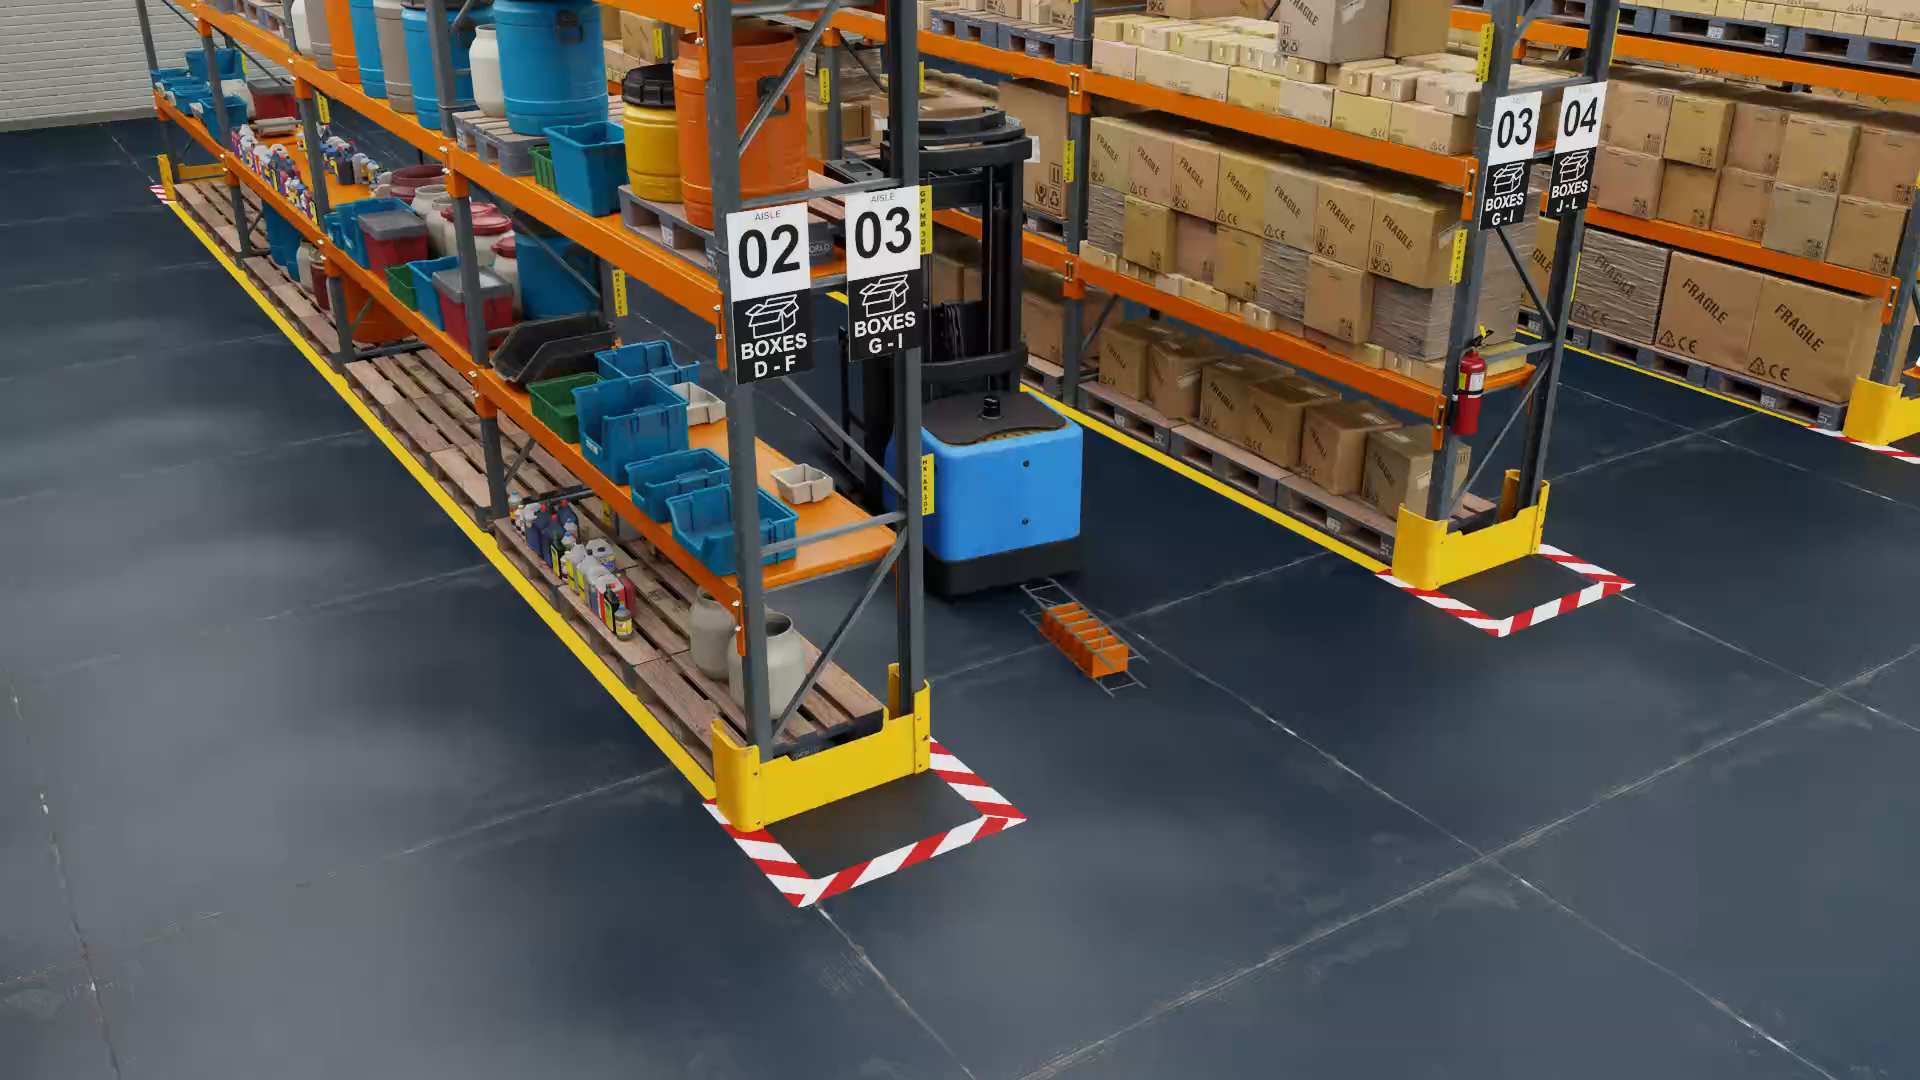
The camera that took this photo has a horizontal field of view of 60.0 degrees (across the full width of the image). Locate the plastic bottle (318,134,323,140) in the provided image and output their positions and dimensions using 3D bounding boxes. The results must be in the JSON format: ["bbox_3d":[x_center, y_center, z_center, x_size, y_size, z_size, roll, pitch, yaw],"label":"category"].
[{"bbox_3d":[-6.435,-3.944,16.610,0.144,0.351,0.185,-16,29,-30],"label":"plastic bottle"}]

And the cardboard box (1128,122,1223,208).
[{"bbox_3d":[1.633,-2.844,12.587,0.500,0.500,0.500,-16,29,-30],"label":"cardboard box"}]

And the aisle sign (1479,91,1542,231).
[{"bbox_3d":[3.292,-2.264,9.949,0.394,0.787,0.004,-16,29,-30],"label":"aisle sign"}]

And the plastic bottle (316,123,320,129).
[{"bbox_3d":[-6.705,-4.196,17.233,0.152,0.276,0.135,-16,29,-30],"label":"plastic bottle"}]

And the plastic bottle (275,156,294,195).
[{"bbox_3d":[-6.262,-3.386,15.429,0.144,0.351,0.185,-16,29,-30],"label":"plastic bottle"}]

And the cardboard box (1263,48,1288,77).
[{"bbox_3d":[2.282,-3.252,11.282,0.380,0.149,0.250,-17,30,-32],"label":"cardboard box"}]

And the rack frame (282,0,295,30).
[{"bbox_3d":[-5.008,-5.600,13.035,1.000,3.000,0.127,-16,29,-30],"label":"rack frame"}]

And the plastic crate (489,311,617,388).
[{"bbox_3d":[-2.645,-1.212,10.838,0.767,0.338,0.504,-16,29,-30],"label":"plastic crate"}]

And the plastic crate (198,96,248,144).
[{"bbox_3d":[-7.732,-4.426,17.522,0.392,0.384,0.575,-16,29,-30],"label":"plastic crate"}]

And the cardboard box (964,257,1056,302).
[{"bbox_3d":[0.458,-2.279,15.440,0.700,0.500,0.500,-18,31,-34],"label":"cardboard box"}]

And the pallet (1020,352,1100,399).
[{"bbox_3d":[0.900,-1.628,14.914,1.003,0.211,1.213,-16,29,-30],"label":"pallet"}]

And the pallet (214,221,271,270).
[{"bbox_3d":[-7.625,-3.311,18.479,1.003,0.211,1.213,-16,29,-30],"label":"pallet"}]

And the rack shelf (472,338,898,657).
[{"bbox_3d":[-1.732,-0.416,9.923,1.077,0.370,4.000,-16,29,-30],"label":"rack shelf"}]

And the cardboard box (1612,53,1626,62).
[{"bbox_3d":[8.083,-6.133,20.232,0.500,0.500,0.500,-15,29,-29],"label":"cardboard box"}]

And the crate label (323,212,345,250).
[{"bbox_3d":[-5.092,-2.574,13.847,0.303,0.233,0.416,-16,29,-30],"label":"crate label"}]

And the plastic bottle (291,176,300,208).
[{"bbox_3d":[-5.972,-3.142,15.005,0.097,0.271,0.097,0,25,0],"label":"plastic bottle"}]

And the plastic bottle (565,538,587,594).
[{"bbox_3d":[-2.396,0.147,10.475,0.144,0.351,0.185,-16,30,-30],"label":"plastic bottle"}]

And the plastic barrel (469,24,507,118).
[{"bbox_3d":[-2.753,-2.854,10.107,0.421,0.512,0.421,0,25,0],"label":"plastic barrel"}]

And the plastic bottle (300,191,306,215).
[{"bbox_3d":[-5.813,-3.006,14.799,0.097,0.201,0.097,0,25,0],"label":"plastic bottle"}]

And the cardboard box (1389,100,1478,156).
[{"bbox_3d":[3.033,-2.582,10.330,0.500,0.250,0.500,-15,29,-28],"label":"cardboard box"}]

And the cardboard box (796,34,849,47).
[{"bbox_3d":[-1.597,-5.040,17.582,0.797,0.503,0.637,-15,29,-28],"label":"cardboard box"}]

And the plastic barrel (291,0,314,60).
[{"bbox_3d":[-5.095,-4.112,13.264,0.421,0.512,0.421,0,25,0],"label":"plastic barrel"}]

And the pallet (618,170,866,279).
[{"bbox_3d":[-1.010,-1.616,8.329,1.003,0.211,1.213,-16,29,-30],"label":"pallet"}]

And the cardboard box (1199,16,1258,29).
[{"bbox_3d":[2.024,-3.845,12.538,0.380,0.149,0.250,-17,30,-32],"label":"cardboard box"}]

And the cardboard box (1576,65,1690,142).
[{"bbox_3d":[6.107,-3.977,15.183,0.875,0.550,0.550,-16,29,-30],"label":"cardboard box"}]

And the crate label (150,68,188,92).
[{"bbox_3d":[-9.516,-5.535,20.050,0.416,0.233,0.303,-16,29,-30],"label":"crate label"}]

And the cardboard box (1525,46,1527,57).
[{"bbox_3d":[7.389,-6.517,22.179,0.500,0.250,0.500,-16,30,-30],"label":"cardboard box"}]

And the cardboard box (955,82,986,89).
[{"bbox_3d":[0.157,-6.585,24.299,0.380,0.149,0.250,-17,30,-31],"label":"cardboard box"}]

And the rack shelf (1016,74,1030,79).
[{"bbox_3d":[2.261,-5.551,20.801,1.077,0.370,4.000,-16,29,-30],"label":"rack shelf"}]

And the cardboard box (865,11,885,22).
[{"bbox_3d":[-0.535,-4.919,15.281,0.500,0.250,0.500,-15,29,-28],"label":"cardboard box"}]

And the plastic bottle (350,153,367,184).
[{"bbox_3d":[-5.730,-3.557,15.880,0.152,0.276,0.135,-16,29,-30],"label":"plastic bottle"}]

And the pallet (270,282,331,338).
[{"bbox_3d":[-6.135,-2.335,16.411,1.003,0.211,1.213,-16,29,-30],"label":"pallet"}]

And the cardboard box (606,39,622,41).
[{"bbox_3d":[-4.629,-6.370,21.520,0.500,0.250,0.500,-17,30,-31],"label":"cardboard box"}]

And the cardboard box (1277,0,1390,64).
[{"bbox_3d":[2.451,-3.438,10.916,0.500,0.500,0.500,-16,29,-30],"label":"cardboard box"}]

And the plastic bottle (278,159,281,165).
[{"bbox_3d":[-6.333,-3.417,15.573,0.061,0.283,0.133,-16,29,-30],"label":"plastic bottle"}]

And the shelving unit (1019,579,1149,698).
[{"bbox_3d":[0.745,0.588,10.241,0.258,0.189,1.200,-11,28,-23],"label":"shelving unit"}]

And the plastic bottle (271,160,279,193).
[{"bbox_3d":[-6.384,-3.403,15.543,0.061,0.283,0.133,-16,29,-30],"label":"plastic bottle"}]

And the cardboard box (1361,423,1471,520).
[{"bbox_3d":[3.183,-0.467,11.624,0.500,0.500,0.500,-10,27,-20],"label":"cardboard box"}]

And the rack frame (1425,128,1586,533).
[{"bbox_3d":[3.509,-1.180,10.699,1.000,3.000,0.127,-16,29,-30],"label":"rack frame"}]

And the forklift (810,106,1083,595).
[{"bbox_3d":[-0.261,-1.567,11.598,1.130,2.935,3.031,-11,27,-22],"label":"forklift"}]

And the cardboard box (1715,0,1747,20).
[{"bbox_3d":[6.423,-4.364,13.614,0.380,0.149,0.250,-15,29,-29],"label":"cardboard box"}]

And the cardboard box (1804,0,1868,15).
[{"bbox_3d":[6.947,-4.247,12.900,0.500,0.250,0.500,-15,29,-29],"label":"cardboard box"}]

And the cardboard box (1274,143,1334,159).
[{"bbox_3d":[2.618,-2.609,12.088,0.500,0.500,0.500,-16,29,-30],"label":"cardboard box"}]

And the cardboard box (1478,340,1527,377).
[{"bbox_3d":[3.554,-1.224,11.086,0.380,0.149,0.250,-16,29,-30],"label":"cardboard box"}]

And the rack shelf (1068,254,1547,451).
[{"bbox_3d":[2.418,-1.570,12.368,1.077,0.370,4.000,-16,29,-30],"label":"rack shelf"}]

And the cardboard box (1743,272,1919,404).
[{"bbox_3d":[7.295,-1.756,13.916,0.875,0.875,0.875,-15,29,-29],"label":"cardboard box"}]

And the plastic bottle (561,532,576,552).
[{"bbox_3d":[-2.516,0.075,10.721,0.097,0.271,0.097,0,25,0],"label":"plastic bottle"}]

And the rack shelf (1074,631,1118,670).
[{"bbox_3d":[0.828,0.663,10.081,0.258,0.180,0.103,-11,28,-23],"label":"rack shelf"}]

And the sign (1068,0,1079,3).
[{"bbox_3d":[0.863,-4.249,12.618,0.100,0.325,0.005,-16,29,-30],"label":"sign"}]

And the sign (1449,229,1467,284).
[{"bbox_3d":[3.033,-1.725,10.125,0.100,0.325,0.005,-16,29,-30],"label":"sign"}]

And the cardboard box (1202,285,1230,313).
[{"bbox_3d":[2.021,-1.817,12.342,0.380,0.149,0.250,-16,29,-30],"label":"cardboard box"}]

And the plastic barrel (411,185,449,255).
[{"bbox_3d":[-4.267,-2.620,13.617,0.421,0.512,0.421,0,25,0],"label":"plastic barrel"}]

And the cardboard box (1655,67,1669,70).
[{"bbox_3d":[8.514,-5.603,19.870,0.380,0.149,0.250,-17,30,-31],"label":"cardboard box"}]

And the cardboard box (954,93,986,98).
[{"bbox_3d":[0.141,-6.184,23.450,0.380,0.149,0.250,-17,30,-32],"label":"cardboard box"}]
